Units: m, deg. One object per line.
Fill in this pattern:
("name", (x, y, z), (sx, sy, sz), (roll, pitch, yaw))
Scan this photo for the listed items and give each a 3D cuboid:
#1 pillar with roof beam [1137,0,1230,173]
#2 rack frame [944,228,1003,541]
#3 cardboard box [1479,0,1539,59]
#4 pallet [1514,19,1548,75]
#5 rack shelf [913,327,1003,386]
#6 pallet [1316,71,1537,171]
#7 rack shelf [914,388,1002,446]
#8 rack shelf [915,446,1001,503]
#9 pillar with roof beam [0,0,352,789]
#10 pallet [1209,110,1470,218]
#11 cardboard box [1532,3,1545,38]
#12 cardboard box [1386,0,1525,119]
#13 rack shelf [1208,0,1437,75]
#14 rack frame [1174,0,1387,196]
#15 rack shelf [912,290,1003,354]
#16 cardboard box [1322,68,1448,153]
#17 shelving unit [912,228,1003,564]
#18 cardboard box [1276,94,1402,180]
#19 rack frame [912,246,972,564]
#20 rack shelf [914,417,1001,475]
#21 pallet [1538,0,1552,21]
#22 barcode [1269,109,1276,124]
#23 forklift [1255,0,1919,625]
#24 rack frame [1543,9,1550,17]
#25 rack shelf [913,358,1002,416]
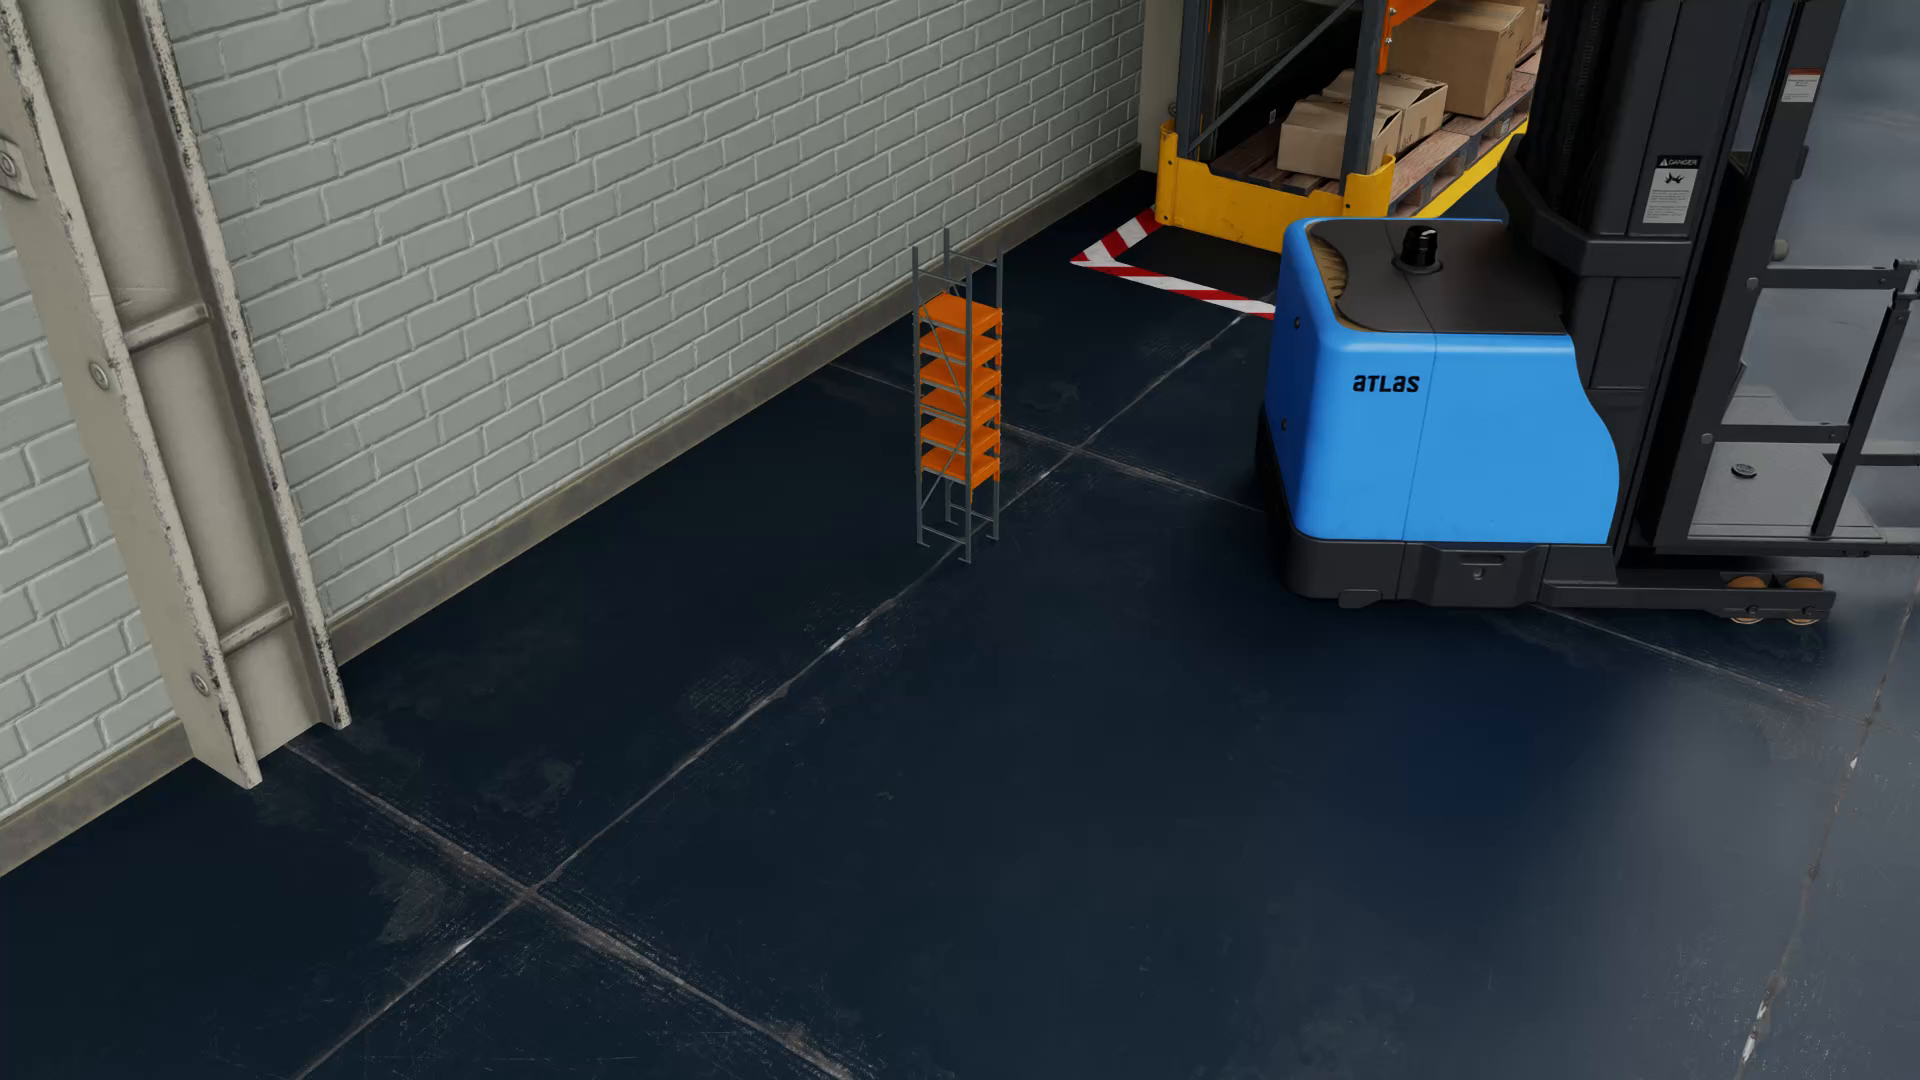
("pillar with roof beam", (4.755, -4.485, 4.850), (9.100, 9.000, 0.400), (21, 39, 28))
("rack frame", (0.044, -0.532, 5.966), (0.240, 1.200, 0.006), (21, 39, 28))
("cardboard box", (3.251, -3.274, 10.252), (0.500, 0.500, 0.500), (18, 38, 25))
("pallet", (3.456, -3.142, 10.708), (1.003, 0.211, 1.213), (21, 39, 28))
("rack shelf", (-0.008, -0.652, 5.794), (0.258, 0.103, 0.180), (21, 39, 28))
("pallet", (2.761, -2.578, 9.874), (1.003, 0.211, 1.213), (21, 39, 28))
("rack shelf", (-0.008, -0.454, 5.929), (0.258, 0.103, 0.180), (21, 39, 28))
("rack shelf", (-0.008, -0.255, 6.063), (0.258, 0.103, 0.180), (21, 39, 28))
("pillar with roof beam", (1.334, -1.724, 0.766), (9.100, 9.000, 0.400), (21, 39, 28))
("pallet", (2.065, -2.019, 9.048), (1.003, 0.211, 1.213), (21, 39, 28))
("cardboard box", (3.530, -3.370, 10.693), (0.380, 0.166, 0.250), (16, 37, 22))
("cardboard box", (2.782, -2.797, 9.547), (0.700, 0.500, 0.500), (19, 38, 25))
("rack shelf", (2.670, -3.399, 9.241), (1.077, 0.370, 4.000), (21, 39, 28))
("rack frame", (1.530, -2.777, 7.679), (1.000, 3.000, 0.127), (21, 39, 28))
("rack shelf", (-0.008, -0.752, 5.727), (0.258, 0.103, 0.180), (21, 39, 28))
("cardboard box", (2.323, -2.397, 9.125), (0.500, 0.311, 0.500), (25, 41, 32))
("shelving unit", (-0.008, -0.490, 5.904), (0.258, 1.200, 0.189), (21, 39, 28))
("cardboard box", (1.998, -2.135, 8.737), (0.500, 0.311, 0.500), (17, 37, 23))
("rack frame", (-0.060, -0.448, 5.842), (0.240, 1.200, 0.006), (21, 39, 28))
("rack shelf", (-0.008, -0.354, 5.996), (0.258, 0.103, 0.180), (21, 39, 28))
("pallet", (4.253, -3.821, 11.712), (1.003, 0.211, 1.213), (21, 39, 28))
("barcode", (1.680, -2.275, 8.936), (0.001, 0.075, 0.075), (21, 39, 28))
("forklift", (2.672, -1.221, 5.439), (3.031, 2.935, 1.130), (1, 34, 1))
("rack frame", (3.810, -4.618, 10.401), (1.000, 3.000, 0.127), (21, 39, 28))
("rack shelf", (-0.008, -0.553, 5.862), (0.258, 0.103, 0.180), (21, 39, 28))
